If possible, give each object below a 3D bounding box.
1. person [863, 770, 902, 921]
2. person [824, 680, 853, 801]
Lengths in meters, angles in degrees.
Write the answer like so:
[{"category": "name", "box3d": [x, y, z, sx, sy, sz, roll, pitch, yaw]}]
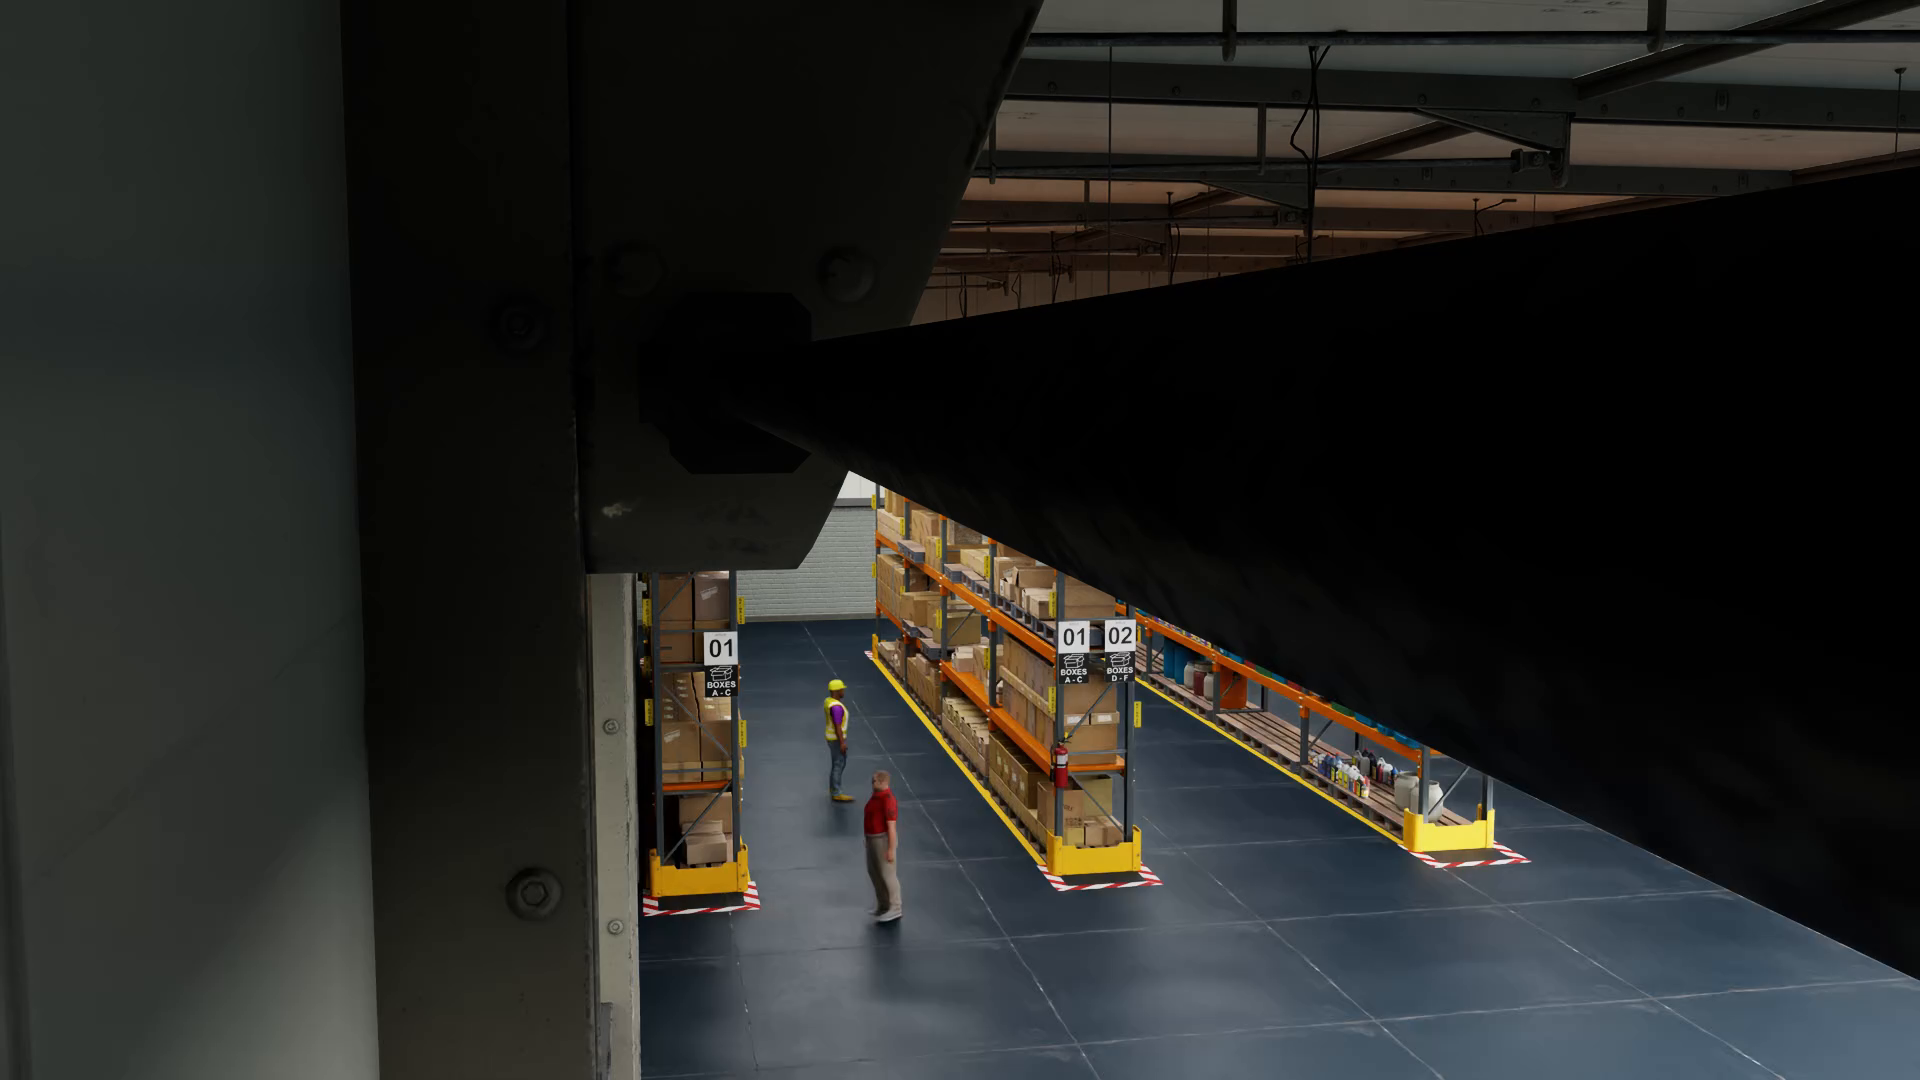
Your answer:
[{"category": "person", "box3d": [-0.907, 3.520, 19.162, 0.404, 1.771, 0.665, -3, 7, -26]}, {"category": "person", "box3d": [-1.800, 2.978, 24.525, 0.395, 1.847, 0.636, -1, 6, -9]}]
